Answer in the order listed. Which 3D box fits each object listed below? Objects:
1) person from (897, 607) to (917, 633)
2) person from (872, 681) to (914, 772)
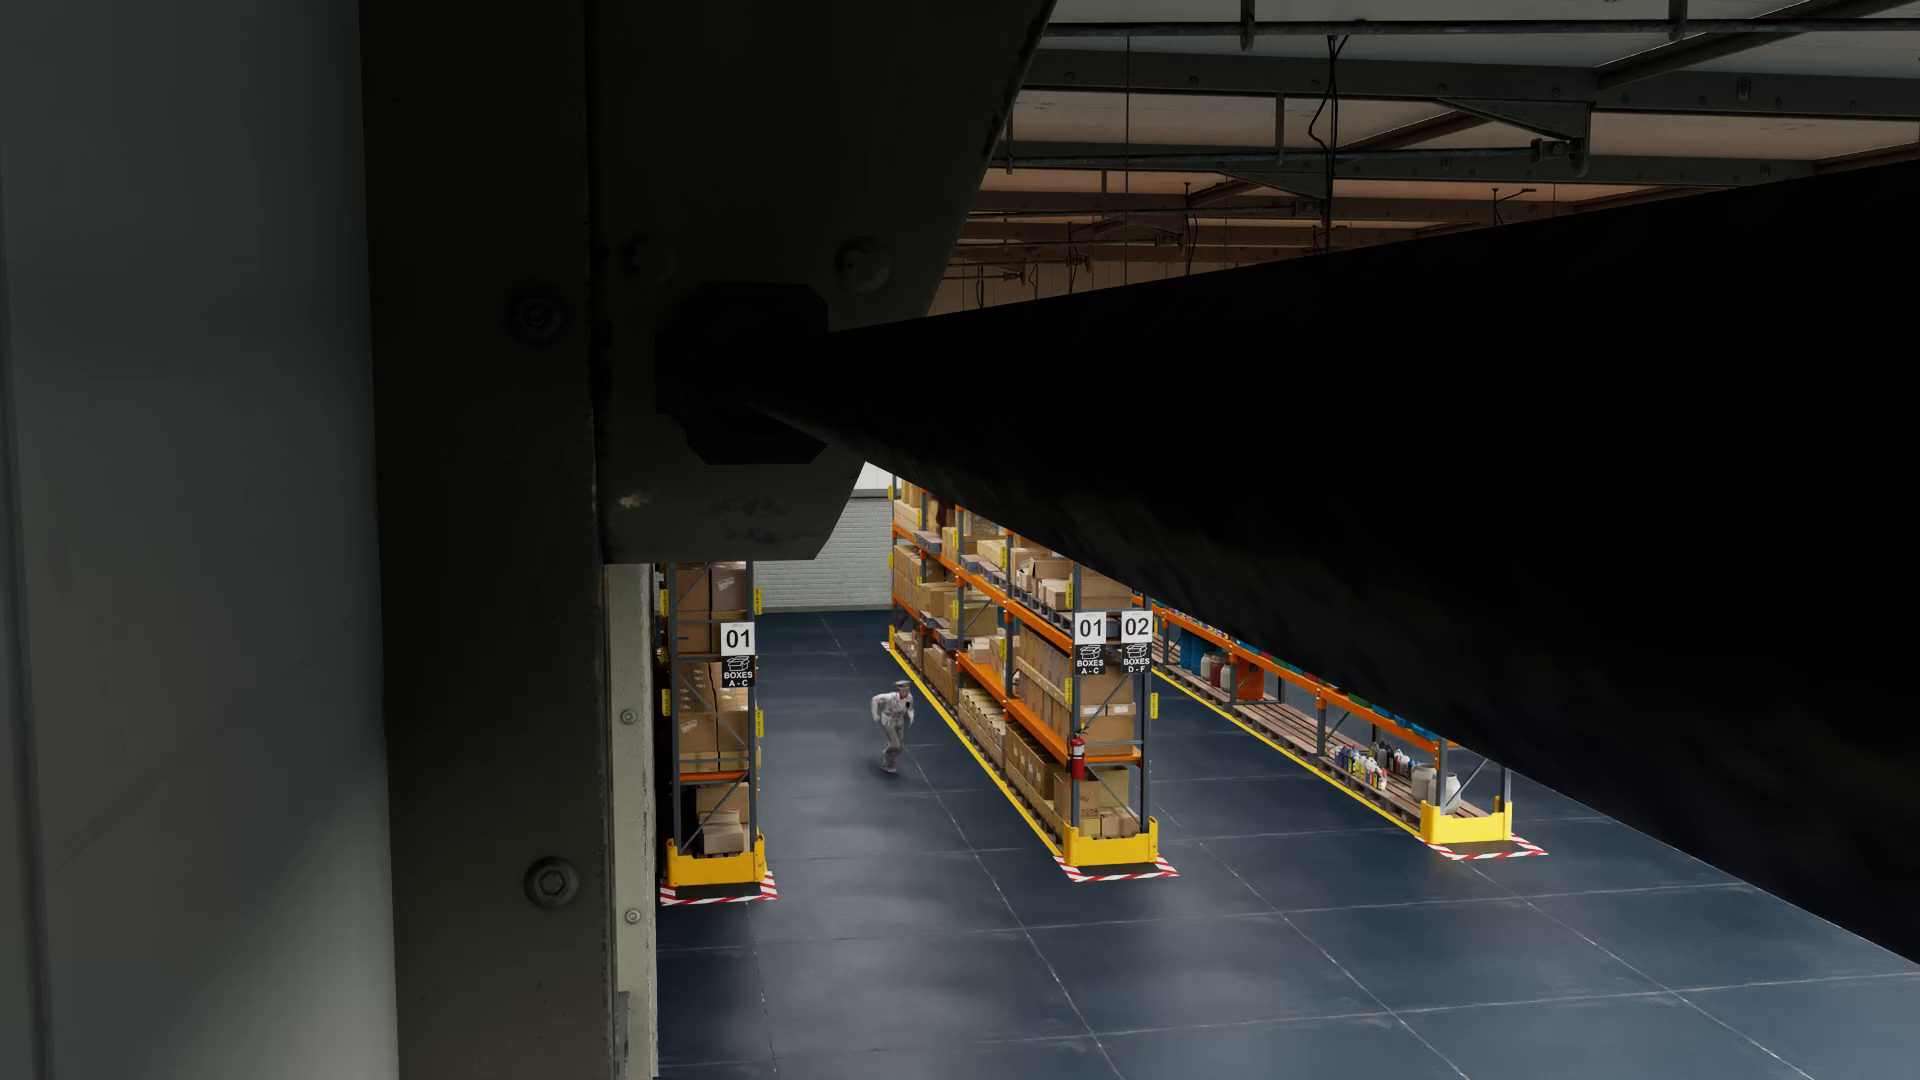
[{"bbox_3d":[-1.177,1.390,37.979,0.740,1.778,0.687,0,6,4],"label":"person"},{"bbox_3d":[-1.017,2.857,25.339,0.645,1.493,0.811,-4,7,-32],"label":"person"}]
